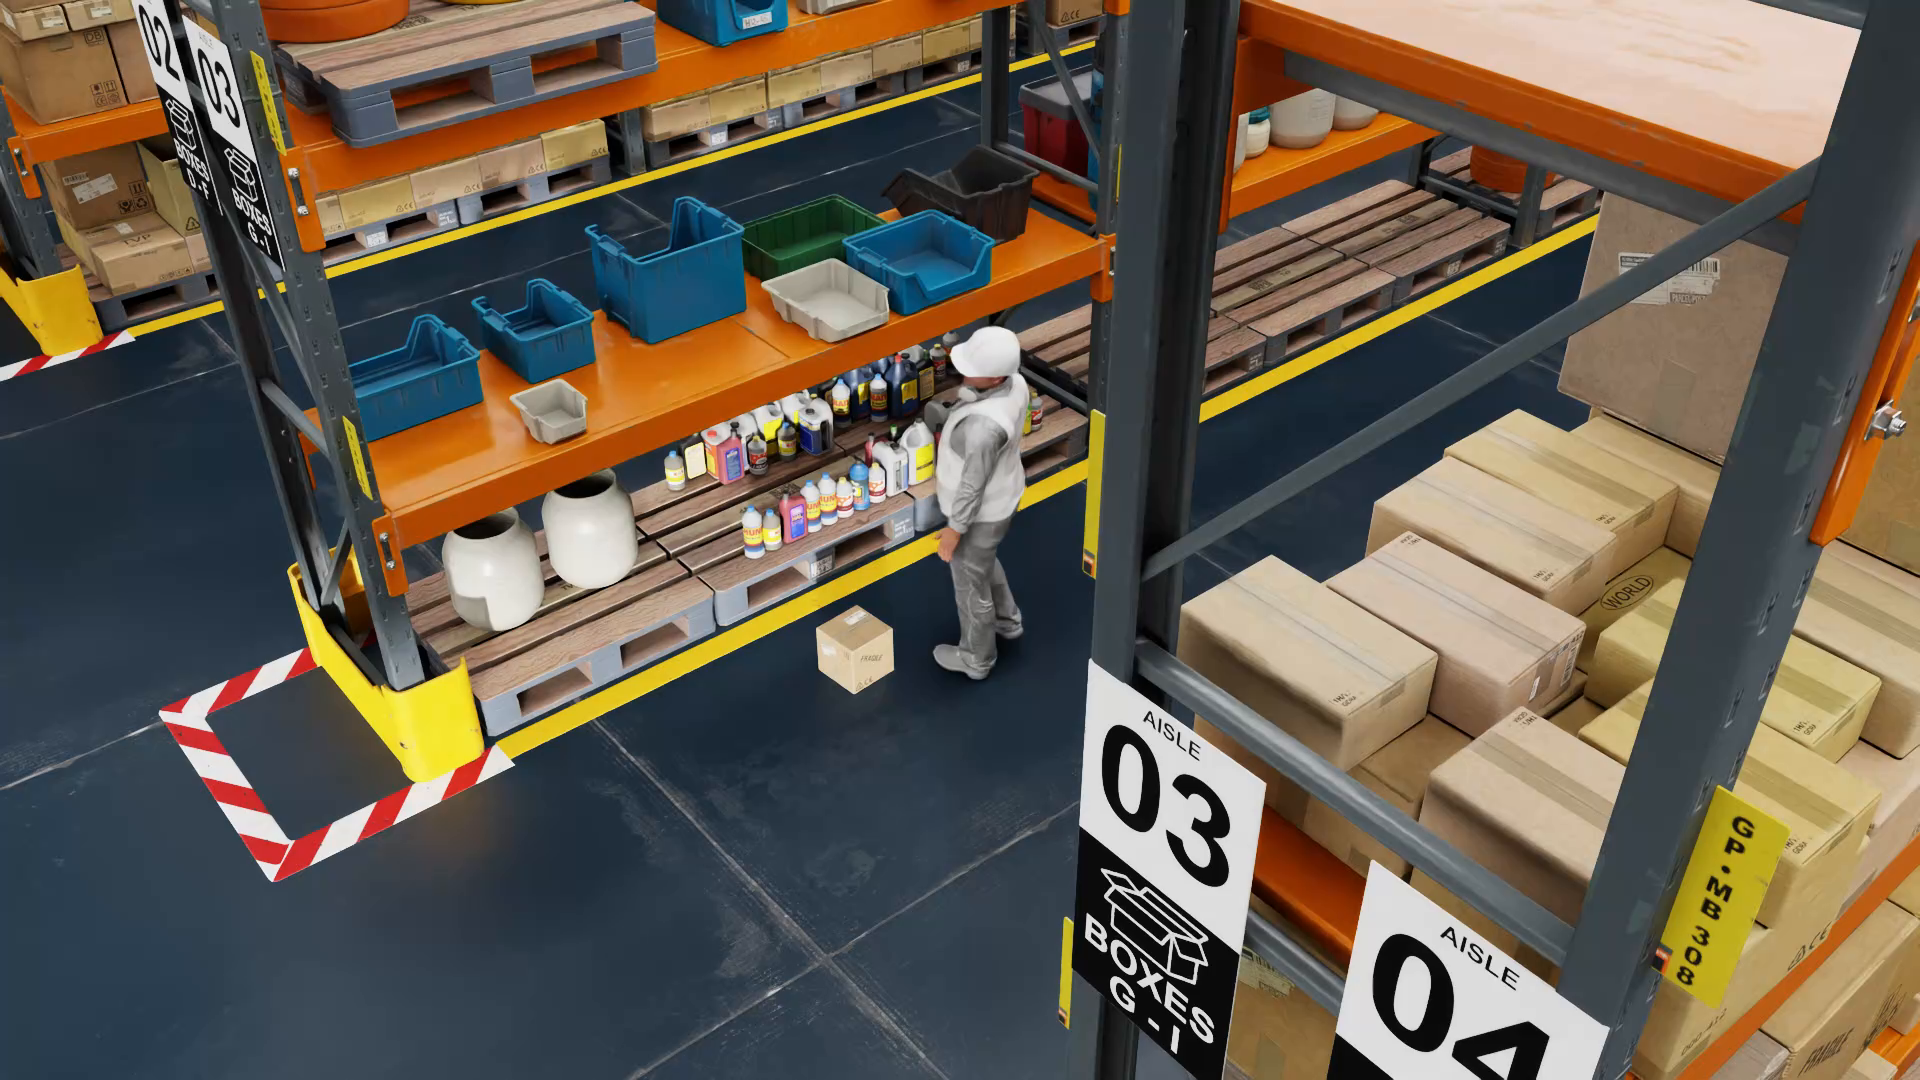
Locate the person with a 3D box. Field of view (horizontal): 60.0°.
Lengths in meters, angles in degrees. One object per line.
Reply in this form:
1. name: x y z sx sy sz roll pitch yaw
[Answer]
1. person: 0.078 -0.170 7.278 0.388 1.773 0.584 11 37 15
